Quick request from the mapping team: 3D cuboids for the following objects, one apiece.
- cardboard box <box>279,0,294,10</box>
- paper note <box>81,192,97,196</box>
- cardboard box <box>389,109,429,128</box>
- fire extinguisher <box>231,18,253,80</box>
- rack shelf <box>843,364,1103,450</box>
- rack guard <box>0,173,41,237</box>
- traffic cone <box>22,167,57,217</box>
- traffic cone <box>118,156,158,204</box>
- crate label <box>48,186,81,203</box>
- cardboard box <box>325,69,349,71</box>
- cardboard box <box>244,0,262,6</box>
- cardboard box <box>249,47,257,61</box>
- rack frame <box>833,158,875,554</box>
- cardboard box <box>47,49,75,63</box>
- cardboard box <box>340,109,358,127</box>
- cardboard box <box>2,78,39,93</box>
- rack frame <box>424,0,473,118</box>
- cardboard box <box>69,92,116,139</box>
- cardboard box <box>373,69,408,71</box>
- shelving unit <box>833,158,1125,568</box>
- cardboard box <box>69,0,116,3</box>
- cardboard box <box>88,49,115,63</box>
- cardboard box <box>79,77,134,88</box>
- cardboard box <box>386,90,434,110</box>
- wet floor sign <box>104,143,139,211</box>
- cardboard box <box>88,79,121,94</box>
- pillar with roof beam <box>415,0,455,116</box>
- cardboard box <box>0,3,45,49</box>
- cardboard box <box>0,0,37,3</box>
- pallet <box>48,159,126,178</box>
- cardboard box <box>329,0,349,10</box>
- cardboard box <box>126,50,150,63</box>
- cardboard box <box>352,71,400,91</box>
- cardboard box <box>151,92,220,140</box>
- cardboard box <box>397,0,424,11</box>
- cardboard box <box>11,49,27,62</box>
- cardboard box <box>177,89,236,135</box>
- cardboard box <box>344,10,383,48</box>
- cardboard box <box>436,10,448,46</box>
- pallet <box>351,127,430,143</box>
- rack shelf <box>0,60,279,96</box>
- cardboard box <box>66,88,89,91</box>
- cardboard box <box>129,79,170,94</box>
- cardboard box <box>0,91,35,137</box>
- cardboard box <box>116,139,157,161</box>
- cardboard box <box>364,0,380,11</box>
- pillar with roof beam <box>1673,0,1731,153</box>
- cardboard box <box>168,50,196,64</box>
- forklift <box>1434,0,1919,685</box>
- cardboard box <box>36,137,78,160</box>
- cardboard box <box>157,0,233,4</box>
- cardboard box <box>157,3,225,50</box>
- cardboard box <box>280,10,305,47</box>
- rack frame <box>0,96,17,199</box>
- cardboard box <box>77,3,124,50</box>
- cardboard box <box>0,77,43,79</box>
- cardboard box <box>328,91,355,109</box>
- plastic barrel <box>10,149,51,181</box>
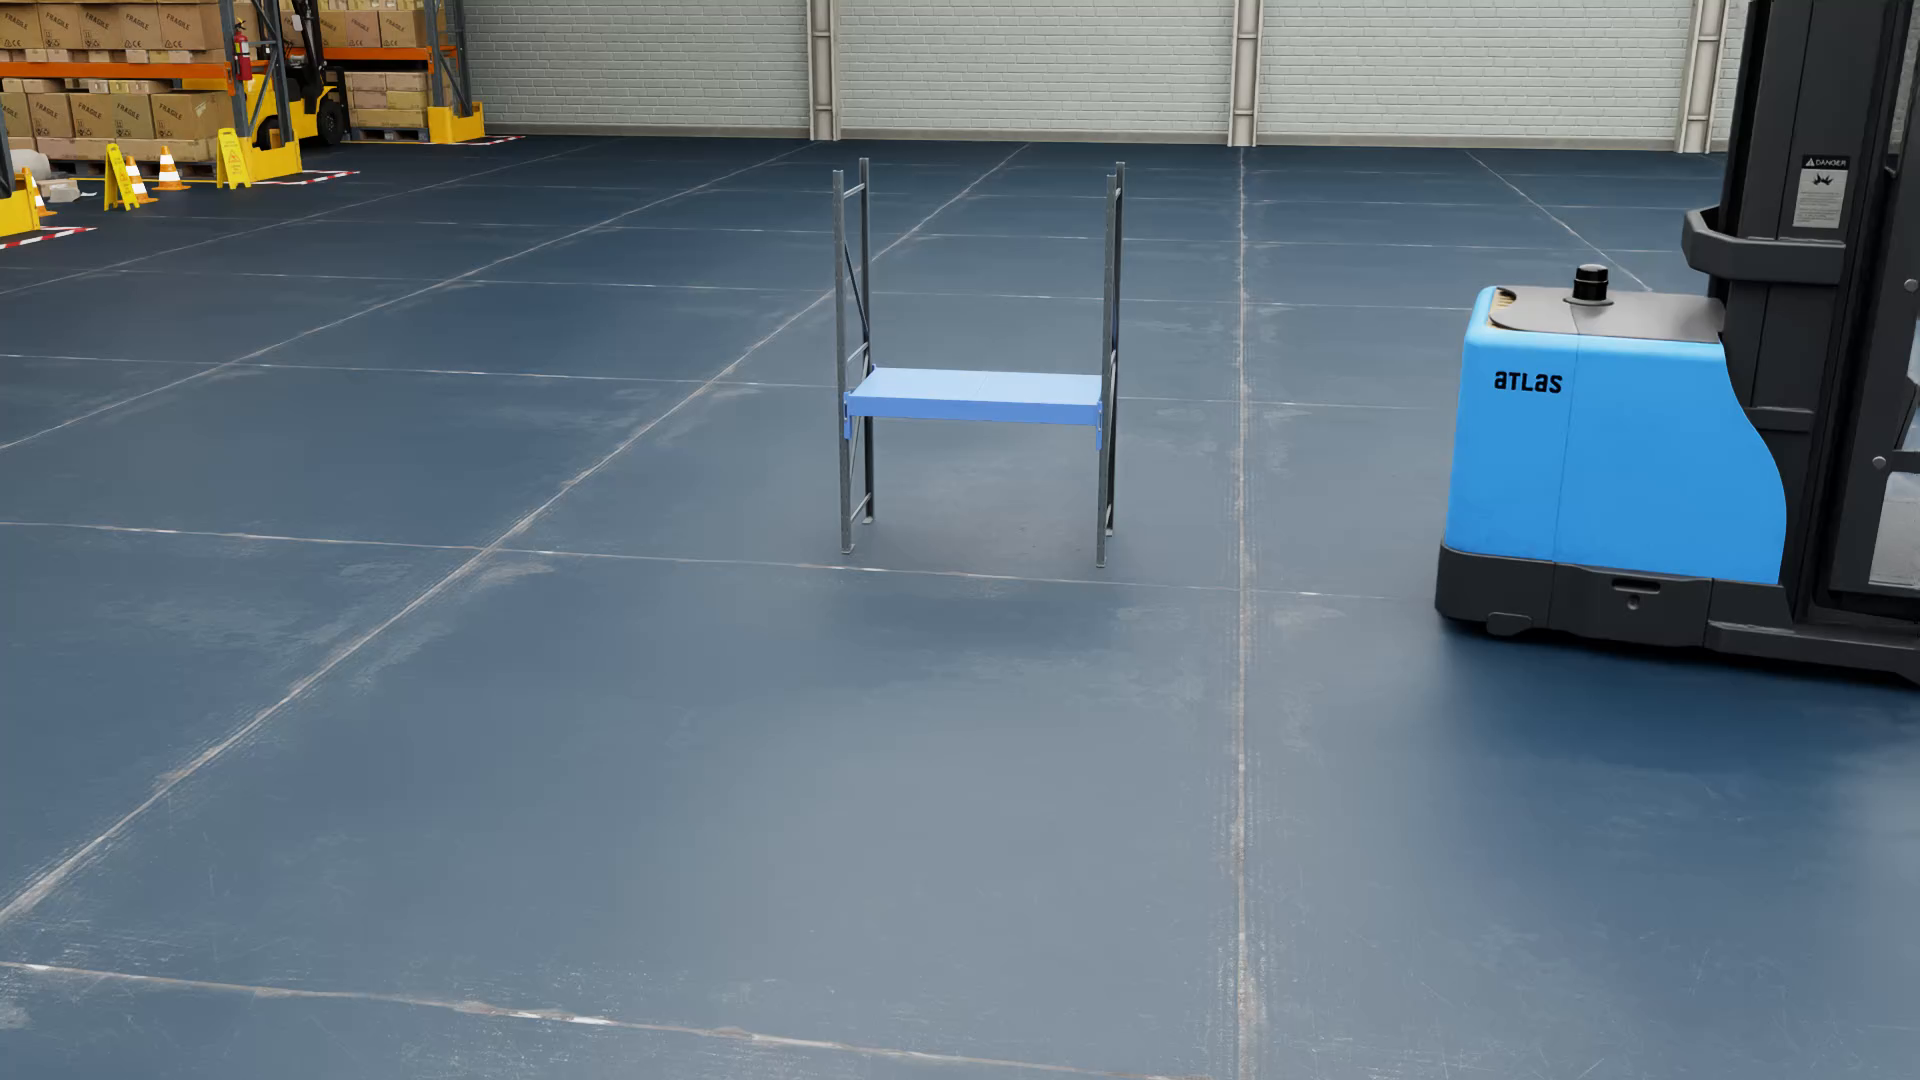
[{"bbox_3d":[-9.494,-7.634,23.711,0.250,0.149,0.380,3,19,8],"label":"cardboard box"},{"bbox_3d":[-9.374,-3.721,17.875,0.142,0.019,0.148,-3,19,-10],"label":"paper note"},{"bbox_3d":[-7.855,-6.080,23.918,0.500,0.250,0.500,3,19,9],"label":"cardboard box"},{"bbox_3d":[-8.085,-5.518,18.689,0.183,0.674,0.296,3,19,9],"label":"fire extinguisher"},{"bbox_3d":[0.084,-0.536,6.609,1.000,0.185,0.538,3,19,9],"label":"rack shelf"},{"bbox_3d":[-8.786,-2.962,14.868,0.348,0.500,1.175,3,19,9],"label":"rack guard"},{"bbox_3d":[-9.109,-3.417,16.287,0.334,0.463,0.336,3,19,9],"label":"traffic cone"},{"bbox_3d":[-8.594,-3.754,17.294,0.334,0.463,0.336,3,19,9],"label":"traffic cone"},{"bbox_3d":[-9.380,-3.620,17.406,0.298,0.136,0.250,-7,20,-20],"label":"crate label"},{"bbox_3d":[-9.276,-6.793,24.474,0.500,0.250,0.500,3,19,8],"label":"cardboard box"},{"bbox_3d":[-10.009,-7.651,23.764,0.250,0.149,0.380,3,19,8],"label":"cardboard box"},{"bbox_3d":[-8.427,-5.667,19.410,0.250,0.149,0.380,3,19,9],"label":"cardboard box"},{"bbox_3d":[-0.418,-0.733,6.629,0.032,1.500,0.500,3,19,9],"label":"rack frame"},{"bbox_3d":[-10.299,-5.599,19.206,0.250,0.149,0.380,3,19,8],"label":"cardboard box"},{"bbox_3d":[-8.837,-6.136,24.085,0.500,0.250,0.500,3,19,9],"label":"cardboard box"},{"bbox_3d":[-10.913,-5.300,19.382,0.250,0.149,0.380,4,19,11],"label":"cardboard box"},{"bbox_3d":[-7.341,-7.260,23.773,0.127,3.000,1.000,3,19,9],"label":"rack frame"},{"bbox_3d":[-9.970,-4.967,19.410,0.500,0.500,0.500,2,19,7],"label":"cardboard box"},{"bbox_3d":[-8.279,-6.737,24.305,0.500,0.250,0.500,3,19,9],"label":"cardboard box"},{"bbox_3d":[0.084,-0.707,6.552,1.048,1.500,0.538,3,19,9],"label":"shelving unit"},{"bbox_3d":[-9.682,-6.346,18.839,0.500,0.500,0.700,3,19,8],"label":"cardboard box"},{"bbox_3d":[-9.802,-5.580,19.148,0.250,0.149,0.380,3,19,8],"label":"cardboard box"},{"bbox_3d":[-12.572,-6.598,24.877,0.625,0.625,0.875,3,19,8],"label":"cardboard box"},{"bbox_3d":[-7.871,-6.319,23.844,0.500,0.250,0.500,3,19,8],"label":"cardboard box"},{"bbox_3d":[-8.467,-3.651,16.698,0.232,0.644,0.267,0,19,-1],"label":"wet floor sign"},{"bbox_3d":[-9.838,-5.247,19.223,0.250,0.149,0.380,4,19,11],"label":"cardboard box"},{"bbox_3d":[-8.568,-9.074,19.739,0.400,9.000,9.100,3,19,9],"label":"pillar with roof beam"},{"bbox_3d":[-10.691,-5.938,19.195,0.500,0.500,0.500,3,19,8],"label":"cardboard box"},{"bbox_3d":[-10.682,-6.412,19.038,0.500,0.500,0.700,3,19,7],"label":"cardboard box"},{"bbox_3d":[-10.197,-4.500,19.920,1.213,0.211,1.003,3,19,9],"label":"pallet"},{"bbox_3d":[-8.745,-7.595,23.595,0.250,0.149,0.380,2,19,7],"label":"cardboard box"},{"bbox_3d":[-9.304,-5.538,19.024,0.250,0.149,0.380,3,19,10],"label":"cardboard box"},{"bbox_3d":[-8.350,-6.579,23.833,0.500,0.250,0.500,3,19,10],"label":"cardboard box"},{"bbox_3d":[-8.957,-4.914,19.252,0.500,0.500,0.500,3,19,9],"label":"cardboard box"},{"bbox_3d":[-7.728,-7.545,23.444,0.250,0.149,0.380,3,19,9],"label":"cardboard box"},{"bbox_3d":[-10.782,-5.643,19.337,0.250,0.149,0.380,3,19,8],"label":"cardboard box"},{"bbox_3d":[-8.901,-5.084,19.759,0.500,0.500,0.500,2,19,7],"label":"cardboard box"},{"bbox_3d":[-8.379,-7.279,23.672,0.500,0.500,0.500,4,19,10],"label":"cardboard box"},{"bbox_3d":[-7.786,-7.419,24.092,0.500,0.500,0.500,4,19,10],"label":"cardboard box"},{"bbox_3d":[-8.103,-5.963,24.291,1.213,0.211,1.003,3,19,9],"label":"pallet"},{"bbox_3d":[-10.099,-5.464,19.540,4.000,0.370,1.077,3,19,9],"label":"rack shelf"},{"bbox_3d":[-10.441,-5.161,19.989,0.500,0.500,0.500,4,19,12],"label":"cardboard box"},{"bbox_3d":[-9.330,-5.219,19.141,0.250,0.149,0.380,3,19,10],"label":"cardboard box"},{"bbox_3d":[-11.004,-5.019,19.566,0.500,0.500,0.500,4,19,11],"label":"cardboard box"},{"bbox_3d":[-9.476,-4.585,19.450,0.500,0.250,0.500,3,19,9],"label":"cardboard box"},{"bbox_3d":[-8.231,-7.580,23.551,0.250,0.149,0.380,3,19,10],"label":"cardboard box"},{"bbox_3d":[9.204,-8.168,17.032,0.400,9.000,9.100,3,19,9],"label":"pillar with roof beam"},{"bbox_3d":[-8.795,-5.515,18.955,0.250,0.149,0.380,3,19,8],"label":"cardboard box"},{"bbox_3d":[3.246,-1.054,5.335,3.031,2.935,1.130,6,20,18],"label":"forklift"},{"bbox_3d":[-10.481,-4.638,19.608,0.500,0.250,0.500,3,19,8],"label":"cardboard box"},{"bbox_3d":[-8.664,-6.325,18.776,0.500,0.500,0.700,2,19,7],"label":"cardboard box"},{"bbox_3d":[-8.704,-5.834,18.886,0.500,0.500,0.500,3,19,8],"label":"cardboard box"},{"bbox_3d":[-9.383,-7.326,23.814,0.500,0.500,0.500,3,19,9],"label":"cardboard box"},{"bbox_3d":[-8.810,-4.149,14.475,0.127,3.000,1.000,3,19,9],"label":"rack frame"},{"bbox_3d":[-9.691,-5.887,19.044,0.500,0.500,0.500,3,19,8],"label":"cardboard box"},{"bbox_3d":[-13.980,-6.669,25.089,0.625,0.625,0.875,4,19,10],"label":"cardboard box"},{"bbox_3d":[-8.878,-6.367,23.988,0.500,0.250,0.500,2,19,7],"label":"cardboard box"},{"bbox_3d":[-10.404,-4.112,18.427,0.512,0.421,0.421,-15,24,-38],"label":"plastic barrel"}]
